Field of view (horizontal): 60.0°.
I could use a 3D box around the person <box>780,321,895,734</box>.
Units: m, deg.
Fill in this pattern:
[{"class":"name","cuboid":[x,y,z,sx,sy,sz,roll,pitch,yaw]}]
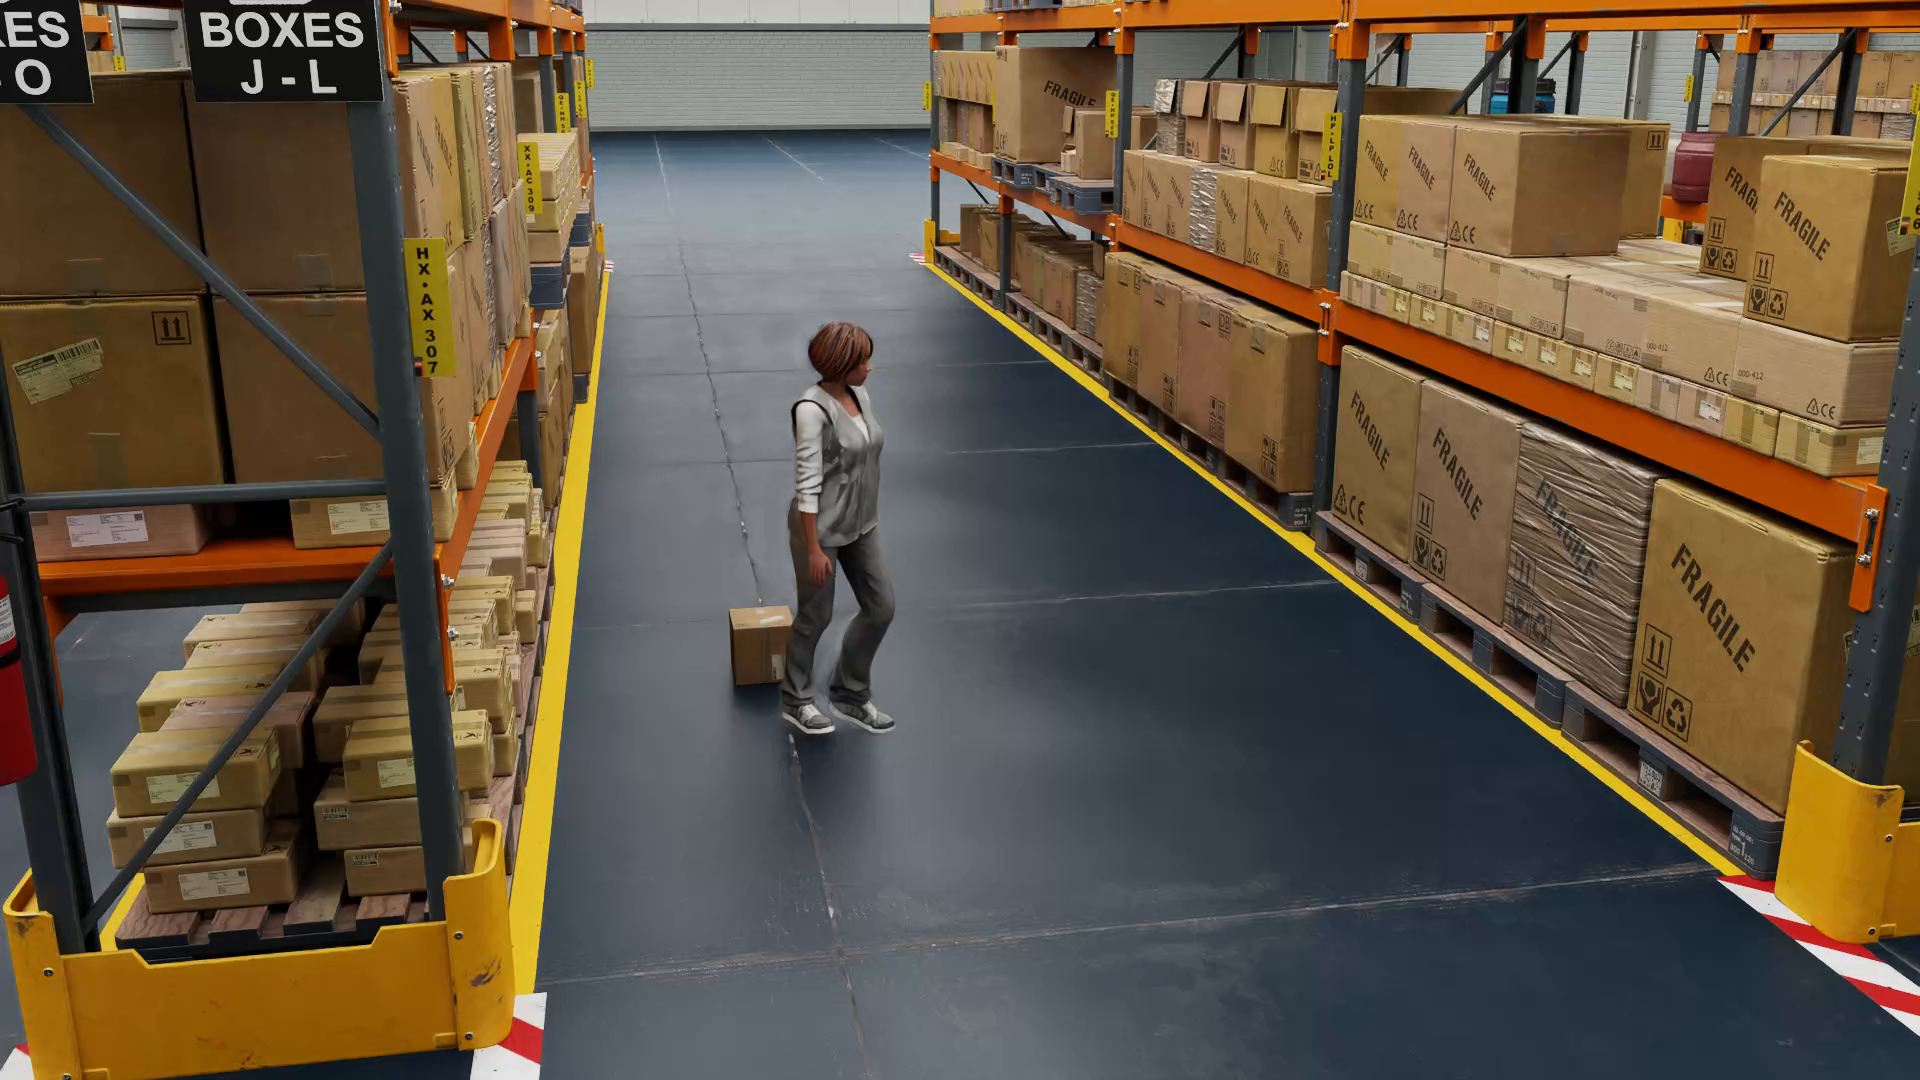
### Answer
[{"class":"person","cuboid":[-0.499,-0.014,6.095,0.457,1.610,0.455,11,20,32]}]
